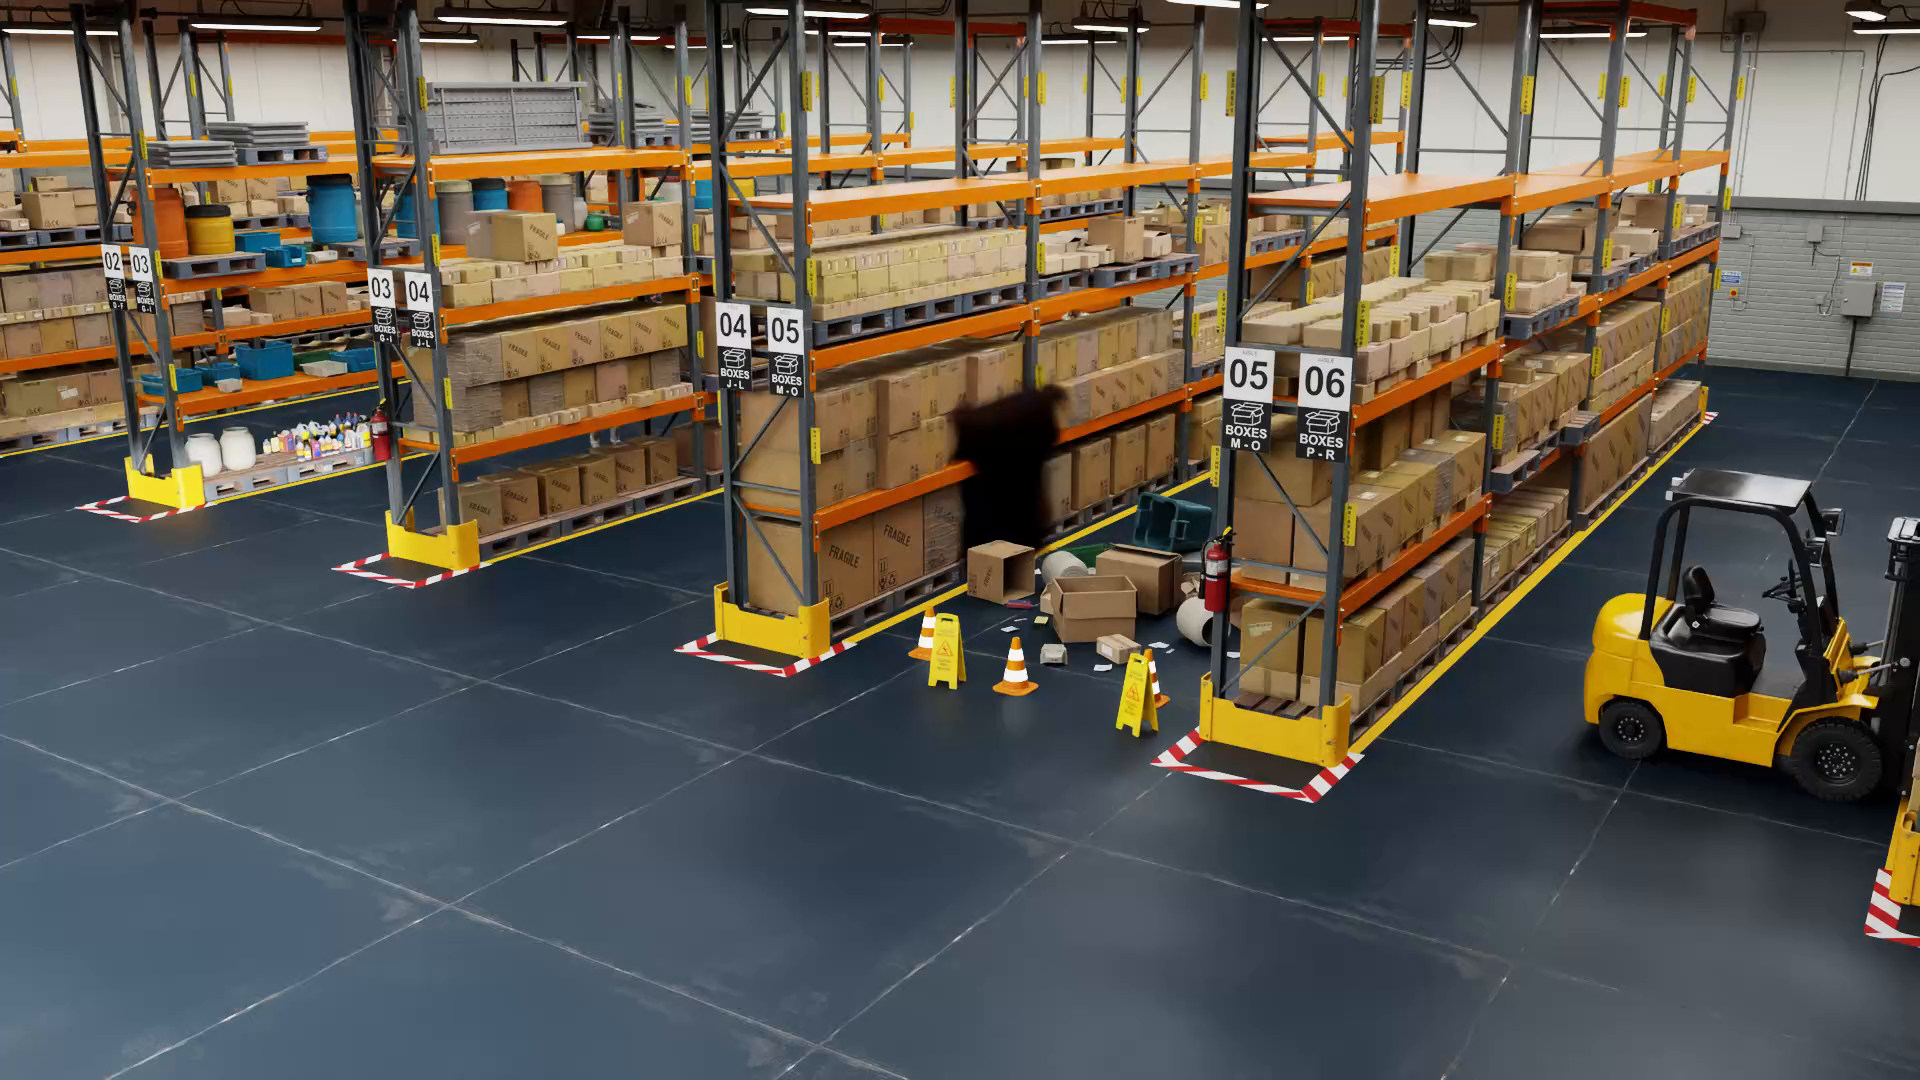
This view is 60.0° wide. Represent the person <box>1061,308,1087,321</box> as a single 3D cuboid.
[{"bbox_3d":[1.880,-3.134,27.305,0.657,1.744,0.992,10,18,31],"label":"person"}]

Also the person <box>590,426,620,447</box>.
[{"bbox_3d":[-5.101,-2.125,23.580,0.614,1.780,0.432,-3,16,-12],"label":"person"}]
